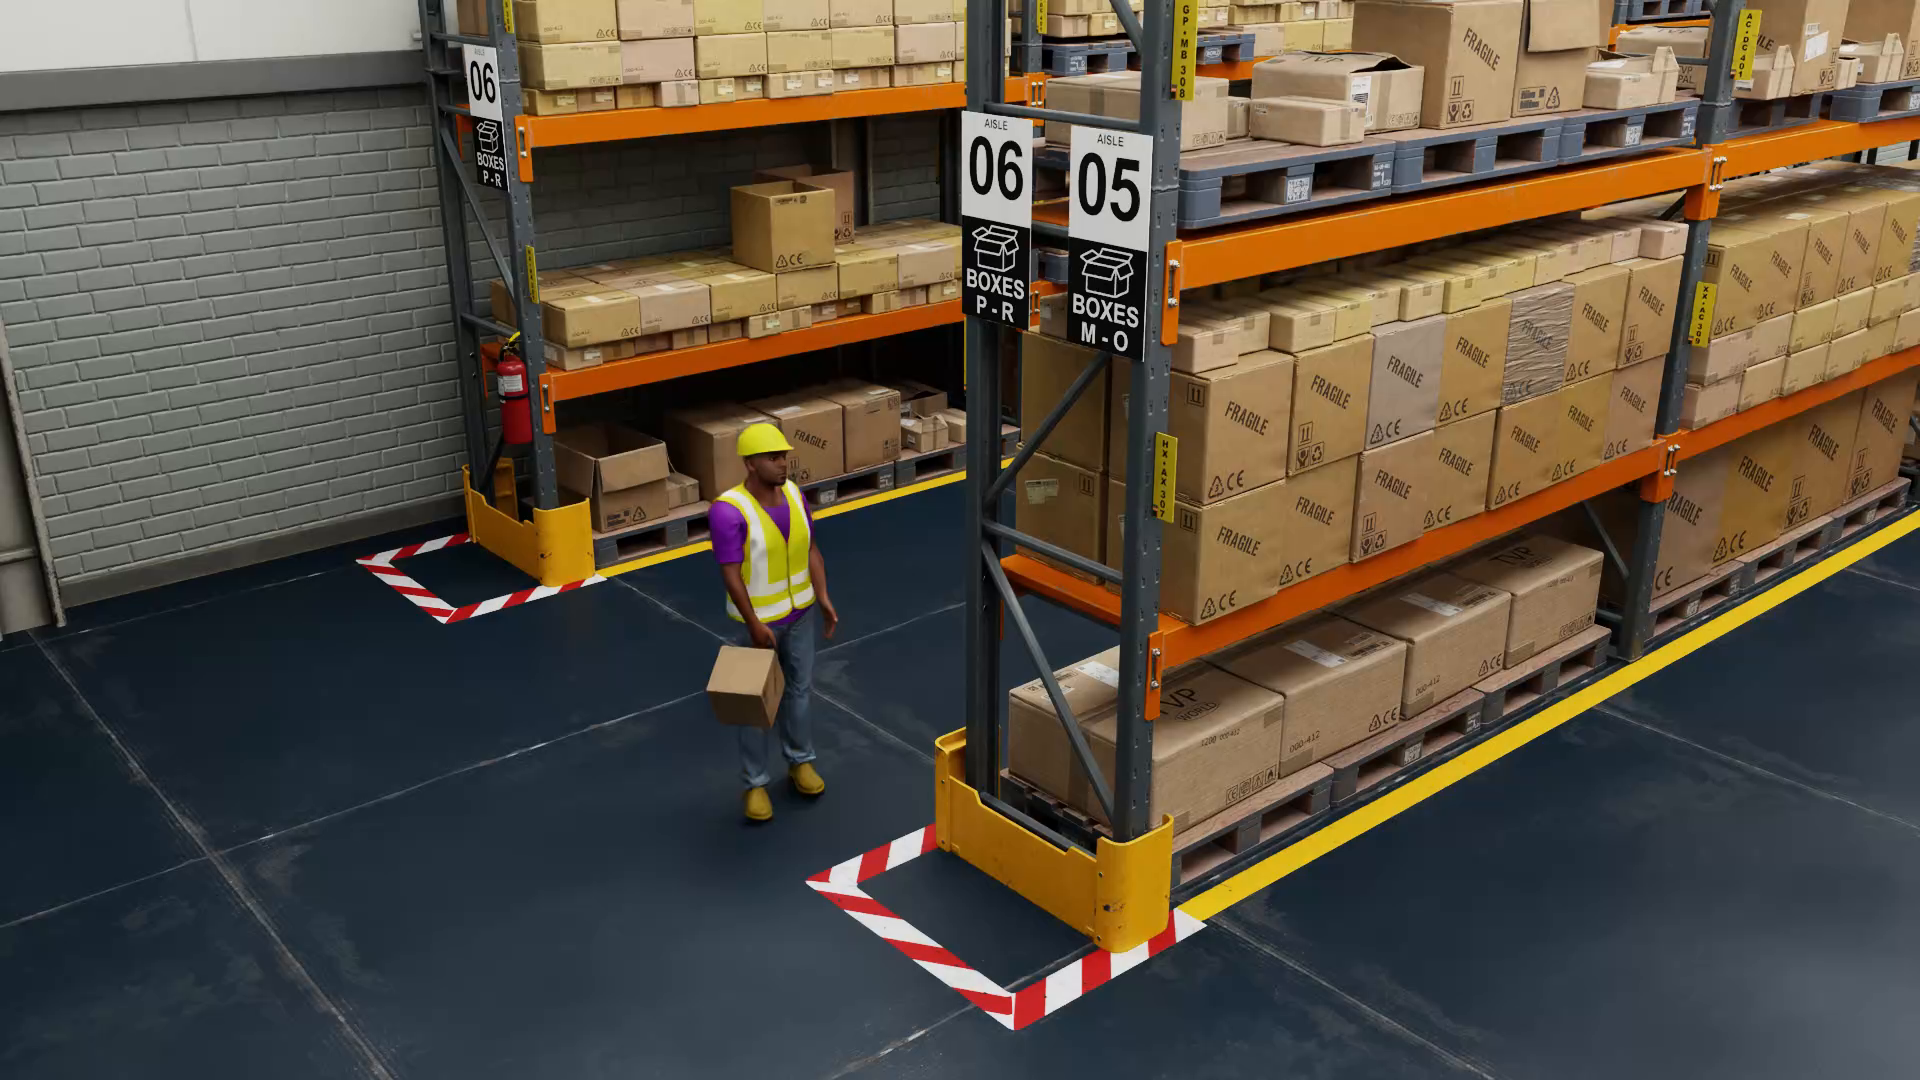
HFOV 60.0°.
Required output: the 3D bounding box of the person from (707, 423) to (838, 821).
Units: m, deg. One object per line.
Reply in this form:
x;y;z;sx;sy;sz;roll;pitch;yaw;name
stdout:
-0.843;0.353;7.573;0.476;1.777;0.605;18;27;38;person
